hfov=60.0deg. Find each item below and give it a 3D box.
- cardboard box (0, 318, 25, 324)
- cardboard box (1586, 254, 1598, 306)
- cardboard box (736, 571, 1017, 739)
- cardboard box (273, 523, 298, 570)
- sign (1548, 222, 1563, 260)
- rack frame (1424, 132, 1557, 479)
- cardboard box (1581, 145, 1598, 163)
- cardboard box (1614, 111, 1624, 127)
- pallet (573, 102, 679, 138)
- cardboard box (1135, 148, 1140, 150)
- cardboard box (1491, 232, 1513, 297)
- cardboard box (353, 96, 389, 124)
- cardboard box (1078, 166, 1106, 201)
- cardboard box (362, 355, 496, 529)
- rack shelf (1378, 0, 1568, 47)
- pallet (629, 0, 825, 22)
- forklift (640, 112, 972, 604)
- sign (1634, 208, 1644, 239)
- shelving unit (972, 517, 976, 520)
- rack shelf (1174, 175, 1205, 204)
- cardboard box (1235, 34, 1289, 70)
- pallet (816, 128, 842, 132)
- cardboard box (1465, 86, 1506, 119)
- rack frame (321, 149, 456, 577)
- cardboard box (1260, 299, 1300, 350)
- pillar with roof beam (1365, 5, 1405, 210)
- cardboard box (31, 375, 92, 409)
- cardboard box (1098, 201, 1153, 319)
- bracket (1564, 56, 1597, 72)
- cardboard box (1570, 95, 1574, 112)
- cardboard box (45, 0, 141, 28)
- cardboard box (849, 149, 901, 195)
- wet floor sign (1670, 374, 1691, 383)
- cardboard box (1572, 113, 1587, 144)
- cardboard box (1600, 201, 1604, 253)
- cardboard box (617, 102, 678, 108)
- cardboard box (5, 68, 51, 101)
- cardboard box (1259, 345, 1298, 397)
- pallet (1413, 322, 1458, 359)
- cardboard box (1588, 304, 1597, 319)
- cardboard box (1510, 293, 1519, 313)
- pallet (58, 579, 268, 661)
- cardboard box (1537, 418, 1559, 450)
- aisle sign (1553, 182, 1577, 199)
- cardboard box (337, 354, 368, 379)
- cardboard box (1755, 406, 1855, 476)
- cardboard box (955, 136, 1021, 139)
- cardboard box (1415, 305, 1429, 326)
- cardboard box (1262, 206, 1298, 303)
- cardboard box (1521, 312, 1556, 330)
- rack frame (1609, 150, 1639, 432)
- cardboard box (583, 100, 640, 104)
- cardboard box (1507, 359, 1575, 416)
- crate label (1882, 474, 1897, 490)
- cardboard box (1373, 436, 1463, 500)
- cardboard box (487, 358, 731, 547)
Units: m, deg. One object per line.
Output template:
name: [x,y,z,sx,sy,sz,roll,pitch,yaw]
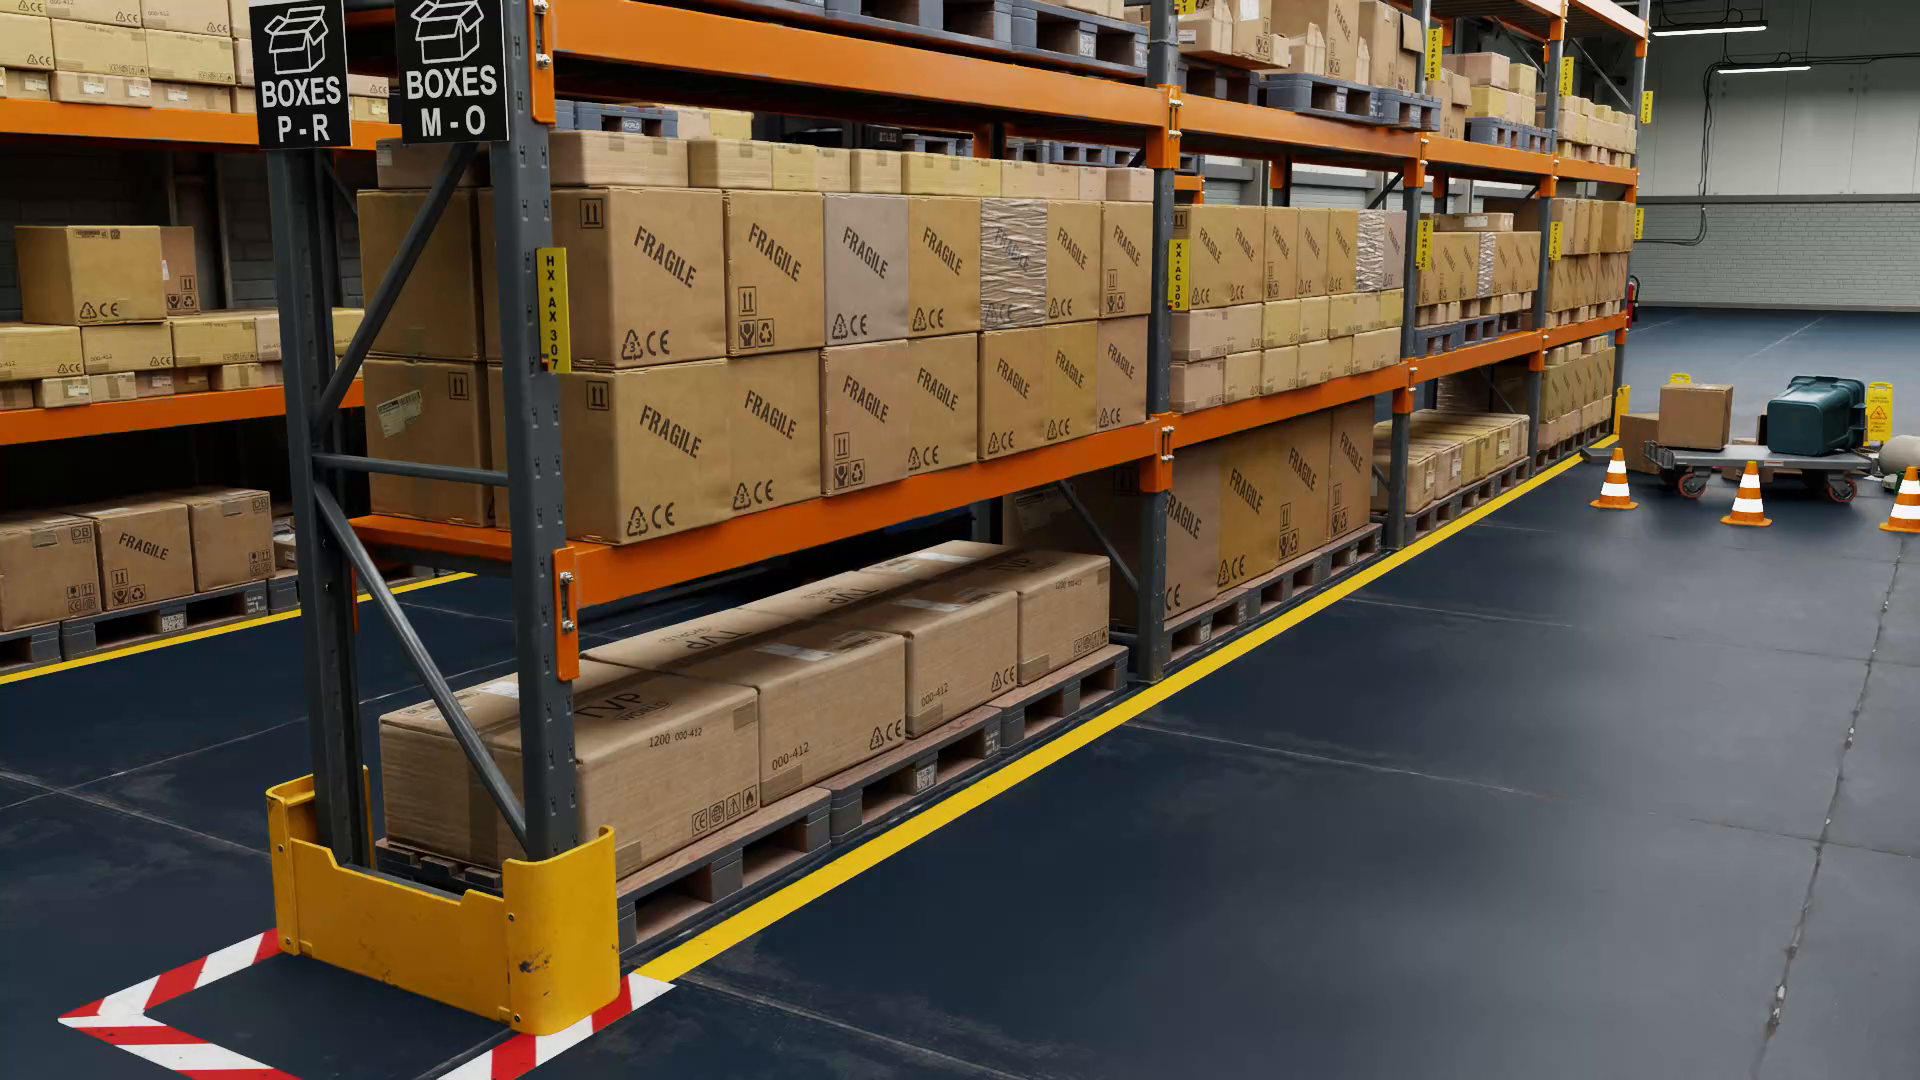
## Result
cardboard box: [-4.967,-1.075,9.060,0.500,0.250,0.500,6,12,31]
cardboard box: [5.918,-2.556,16.292,0.500,0.500,0.500,7,12,31]
cardboard box: [-0.342,0.462,7.069,0.875,0.438,0.875,6,12,29]
cardboard box: [-3.928,0.016,9.922,0.396,0.266,0.258,7,13,33]
sign: [5.170,-2.595,14.431,0.100,0.325,0.005,6,12,31]
rack frame: [4.693,-2.078,14.818,1.000,3.000,0.127,6,12,31]
cardboard box: [5.809,-3.649,15.740,0.380,0.149,0.250,6,12,30]
cardboard box: [6.563,-4.290,16.996,0.380,0.149,0.250,6,12,30]
pallet: [-2.770,-2.935,11.753,1.213,0.211,1.003,6,12,31]
cardboard box: [1.887,-4.716,19.069,0.700,0.500,0.500,6,12,31]
cardboard box: [4.120,-2.227,13.390,0.500,0.500,0.500,7,13,33]
cardboard box: [-3.638,-2.560,9.921,0.380,0.149,0.250,6,12,30]
cardboard box: [0.422,-1.569,7.349,0.380,0.149,0.250,7,13,32]
cardboard box: [-1.513,-0.341,5.268,0.500,0.500,0.500,6,12,31]
rack shelf: [3.655,-4.162,12.689,1.077,0.370,4.000,6,12,31]
pallet: [-1.161,-1.739,5.098,1.003,0.211,1.213,6,12,31]
forklift: [-1.134,-1.153,10.062,1.130,2.935,3.031,7,13,32]
sign: [7.234,-3.376,17.742,0.100,0.325,0.005,6,12,31]
shelving unit: [-0.074,-1.009,11.548,0.431,2.100,0.503,7,13,32]
rack shelf: [1.487,-3.987,18.818,1.077,0.370,4.000,6,12,31]
cardboard box: [1.496,-2.552,8.688,0.380,0.166,0.250,5,12,27]
pallet: [-1.352,-3.420,14.344,1.213,0.211,1.003,7,13,33]
cardboard box: [3.981,-3.420,13.102,0.500,0.250,0.500,7,12,31]
rack frame: [-3.704,-1.294,10.627,1.000,3.000,0.127,6,12,31]
cardboard box: [1.541,-1.196,9.153,0.500,0.250,0.500,7,12,31]
pillar with roof beam: [11.304,-7.582,27.915,9.100,9.000,0.548,6,12,31]
cardboard box: [-4.665,-0.764,8.483,0.380,0.149,0.250,6,12,29]
cardboard box: [0.531,-1.260,7.459,0.500,0.500,0.500,6,12,30]
bracket: [15.720,-12.089,42.208,0.076,0.066,4.783,6,12,31]
cardboard box: [5.246,-3.883,14.823,0.380,0.149,0.250,7,13,32]
cardboard box: [-4.551,-2.743,8.456,0.500,0.250,0.500,7,13,32]
cardboard box: [-0.430,-1.282,5.815,0.380,0.149,0.250,7,12,31]
wet floor sign: [7.783,-1.478,18.008,0.232,0.644,0.267,-8,13,-38]
cardboard box: [5.416,-3.750,15.196,0.500,0.250,0.500,6,12,30]
cardboard box: [5.868,-3.059,16.258,0.700,0.500,0.500,6,12,30]
cardboard box: [-2.296,-3.241,12.200,0.380,0.149,0.250,7,13,32]
cardboard box: [-4.733,-2.242,8.223,0.380,0.149,0.250,6,12,30]
cardboard box: [1.541,-0.951,9.204,0.500,0.250,0.500,6,12,30]
pallet: [2.896,-1.477,12.128,1.213,0.211,1.003,6,12,31]
cardboard box: [6.155,-2.297,16.668,0.380,0.149,0.250,6,12,30]
cardboard box: [4.407,-1.970,13.782,0.380,0.149,0.250,6,12,30]
pallet: [-4.694,0.378,9.278,1.003,0.211,1.213,6,12,31]
cardboard box: [5.230,-1.000,15.390,0.500,0.250,0.500,6,12,28]
aisle sign: [6.537,-4.024,18.149,0.394,0.787,0.004,6,12,31]
cardboard box: [-3.771,-1.053,10.024,0.380,0.149,0.250,7,13,32]
cardboard box: [7.543,-0.881,14.838,0.797,0.637,0.503,6,12,31]
cardboard box: [0.282,-4.101,16.300,0.500,0.311,0.500,6,12,29]
cardboard box: [3.120,-1.607,11.840,0.380,0.149,0.250,6,12,27]
cardboard box: [1.517,-1.564,9.081,0.500,0.500,0.500,6,12,29]
cardboard box: [5.131,-1.974,14.942,0.380,0.149,0.250,6,12,30]
rack frame: [6.770,-2.707,18.178,1.000,3.000,0.127,6,12,31]
cardboard box: [-2.433,-3.153,11.679,0.380,0.149,0.250,7,13,32]
cardboard box: [5.498,-1.454,15.777,0.500,0.500,0.500,7,13,33]
crate label: [7.954,-0.472,14.019,0.298,0.136,0.250,-2,11,-9]
cardboard box: [3.295,-0.569,12.754,0.950,0.372,0.625,6,12,30]
cardboard box: [-1.042,-0.288,4.984,0.500,0.500,0.500,6,12,30]
